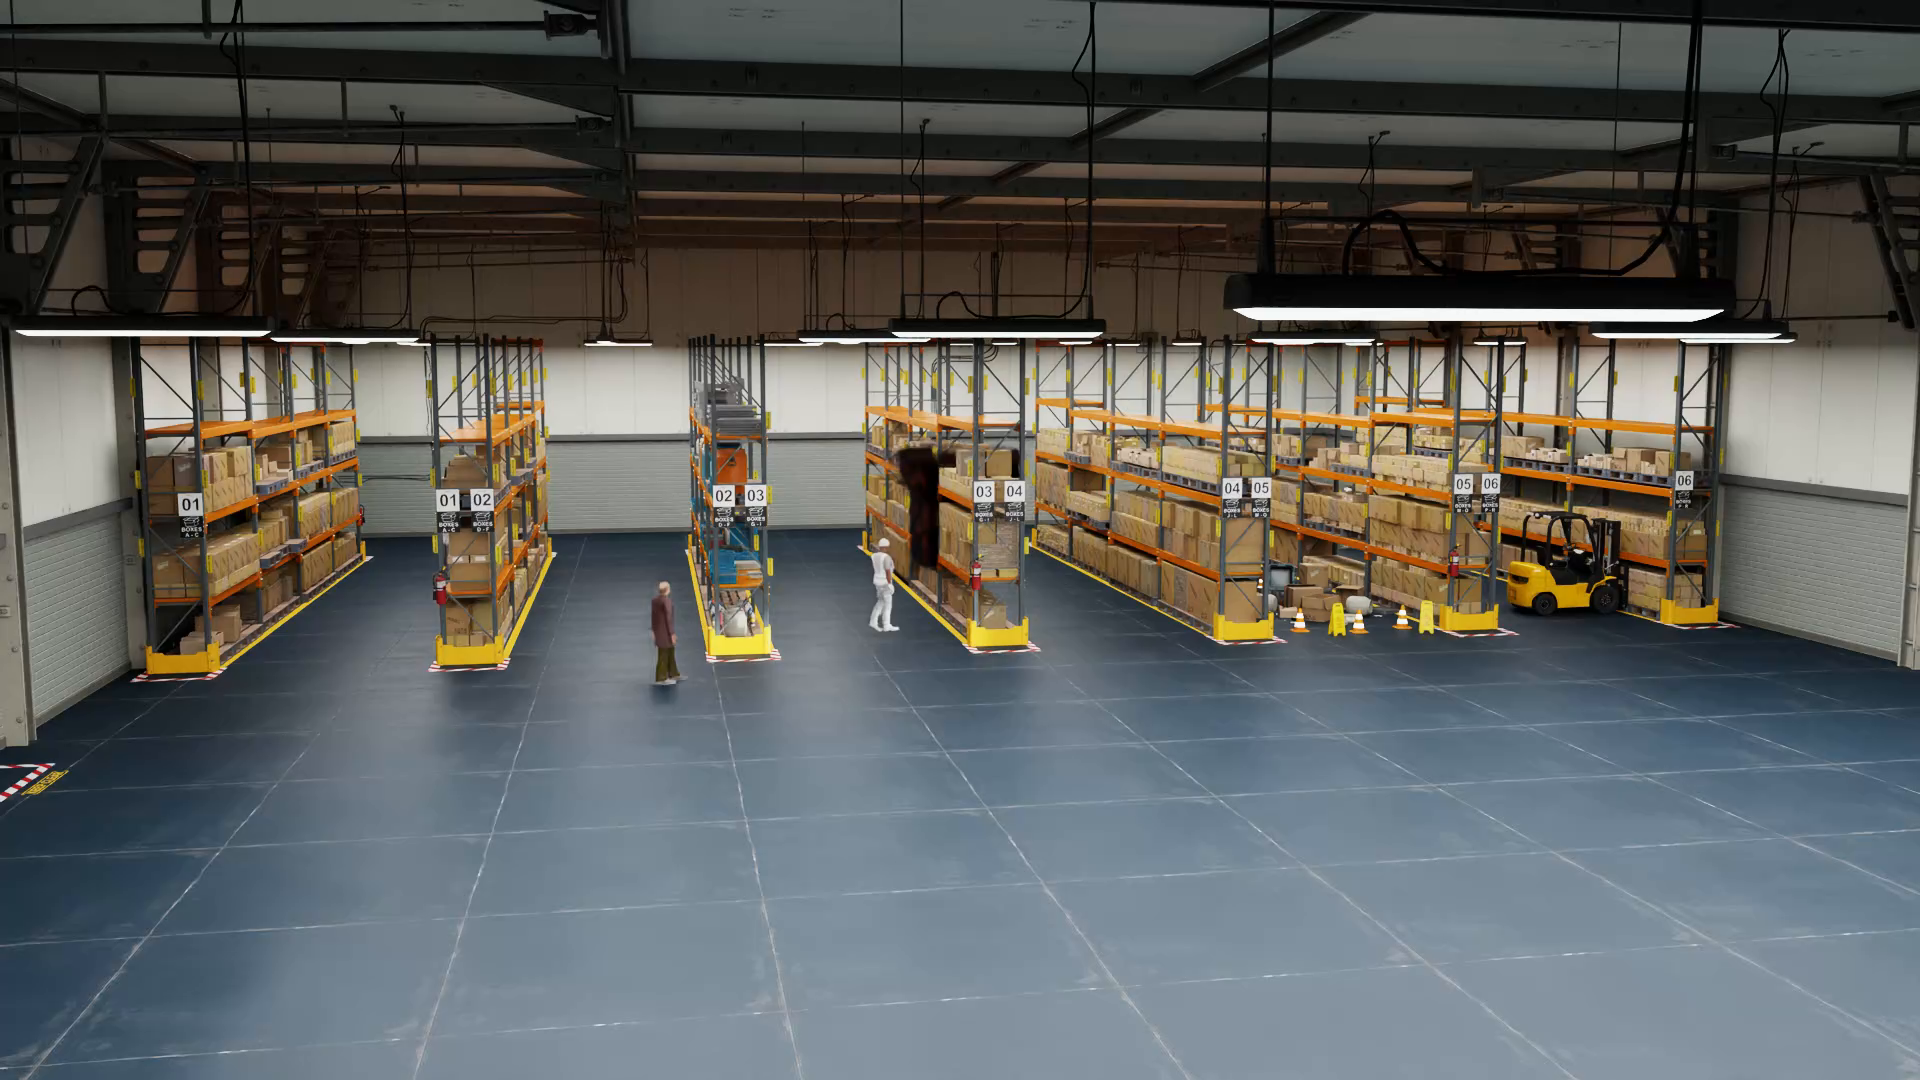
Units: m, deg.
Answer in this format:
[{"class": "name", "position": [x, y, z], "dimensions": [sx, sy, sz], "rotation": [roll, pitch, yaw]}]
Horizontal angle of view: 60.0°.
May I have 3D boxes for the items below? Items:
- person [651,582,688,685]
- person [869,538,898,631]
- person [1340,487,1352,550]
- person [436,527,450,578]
[{"class": "person", "position": [-4.947, 1.588, 28.492], "dimensions": [0.618, 1.784, 0.627], "rotation": [-2, 7, -20]}, {"class": "person", "position": [-1.469, 0.880, 32.196], "dimensions": [0.496, 1.834, 0.634], "rotation": [-3, 7, -23]}, {"class": "person", "position": [11.080, -0.621, 47.694], "dimensions": [0.449, 1.798, 0.568], "rotation": [-1, 7, -6]}, {"class": "person", "position": [-12.930, 0.119, 41.838], "dimensions": [0.432, 1.638, 0.928], "rotation": [-1, 7, -5]}]
